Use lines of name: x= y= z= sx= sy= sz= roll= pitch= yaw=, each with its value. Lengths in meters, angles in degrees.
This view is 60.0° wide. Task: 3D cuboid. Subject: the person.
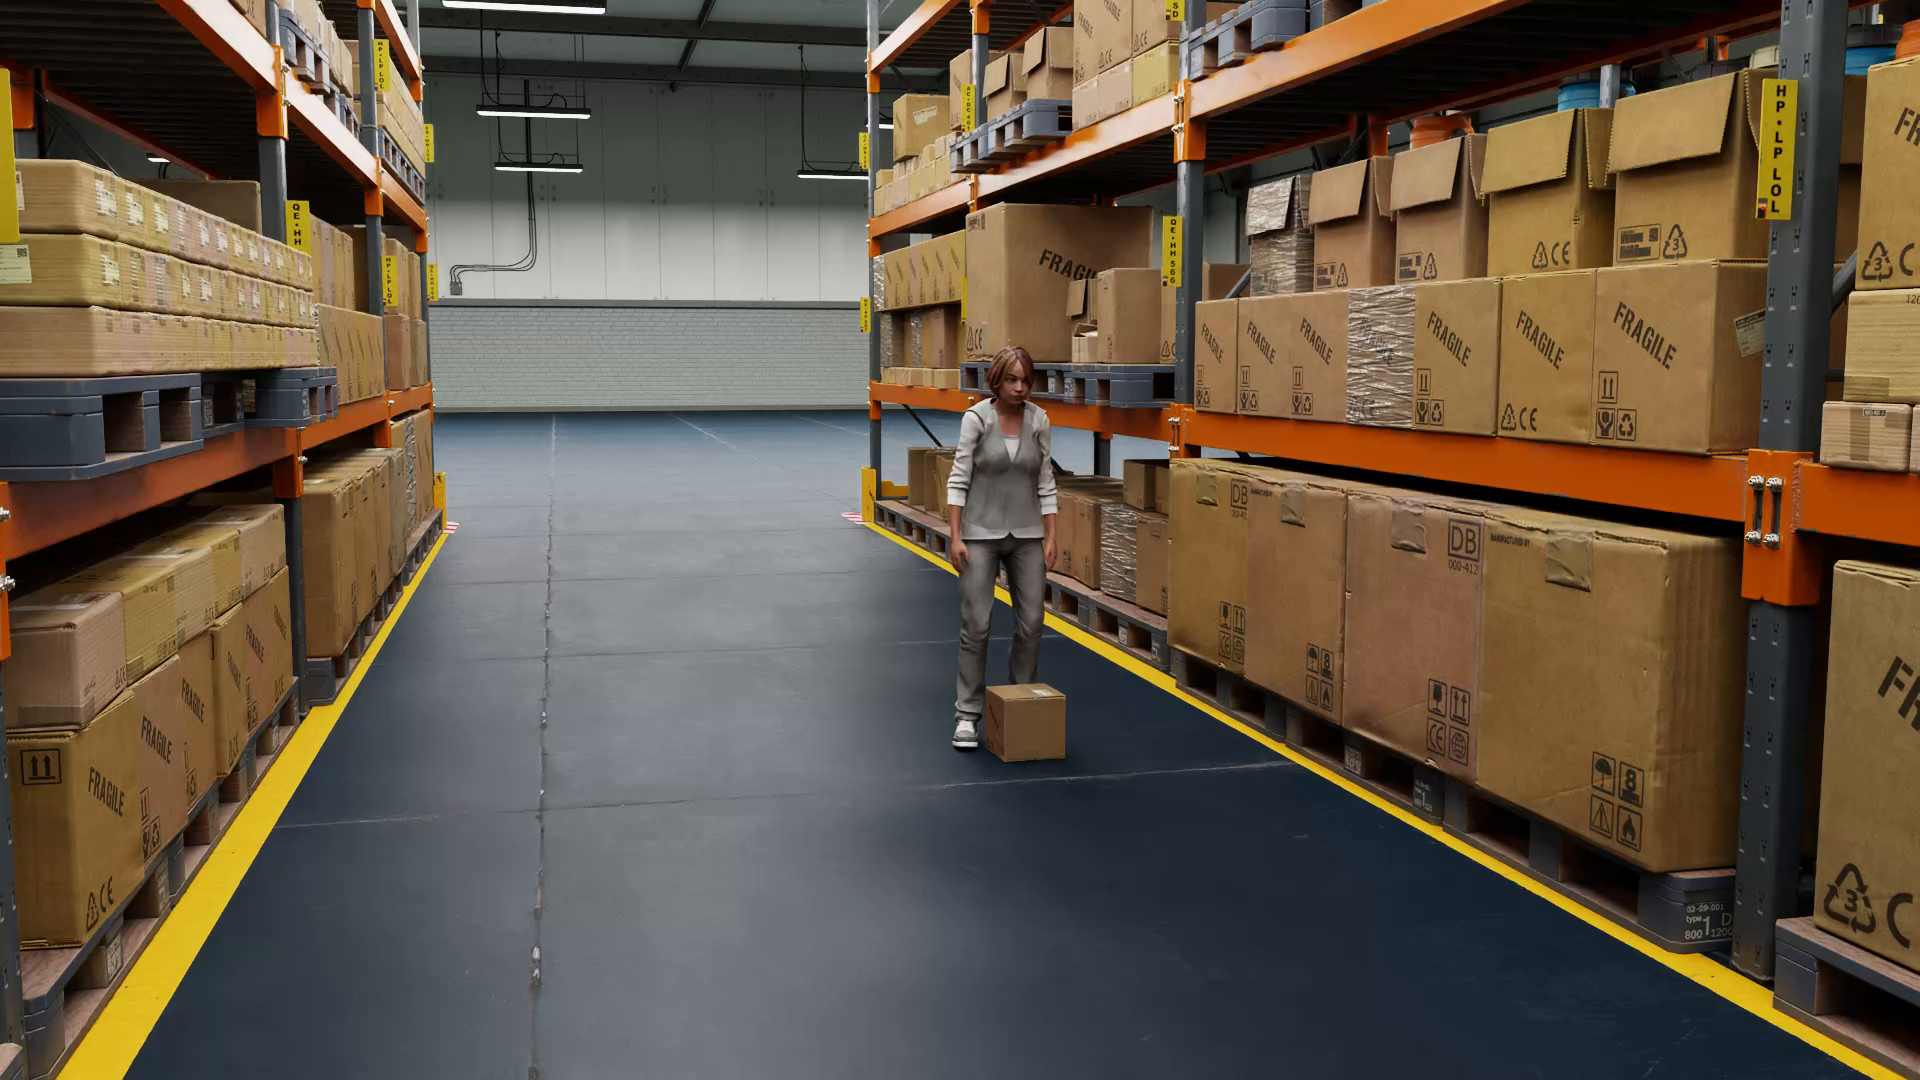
person: x=0.174 y=0.022 z=6.677 sx=0.462 sy=1.593 sz=0.345 roll=-2 pitch=7 yaw=-15
